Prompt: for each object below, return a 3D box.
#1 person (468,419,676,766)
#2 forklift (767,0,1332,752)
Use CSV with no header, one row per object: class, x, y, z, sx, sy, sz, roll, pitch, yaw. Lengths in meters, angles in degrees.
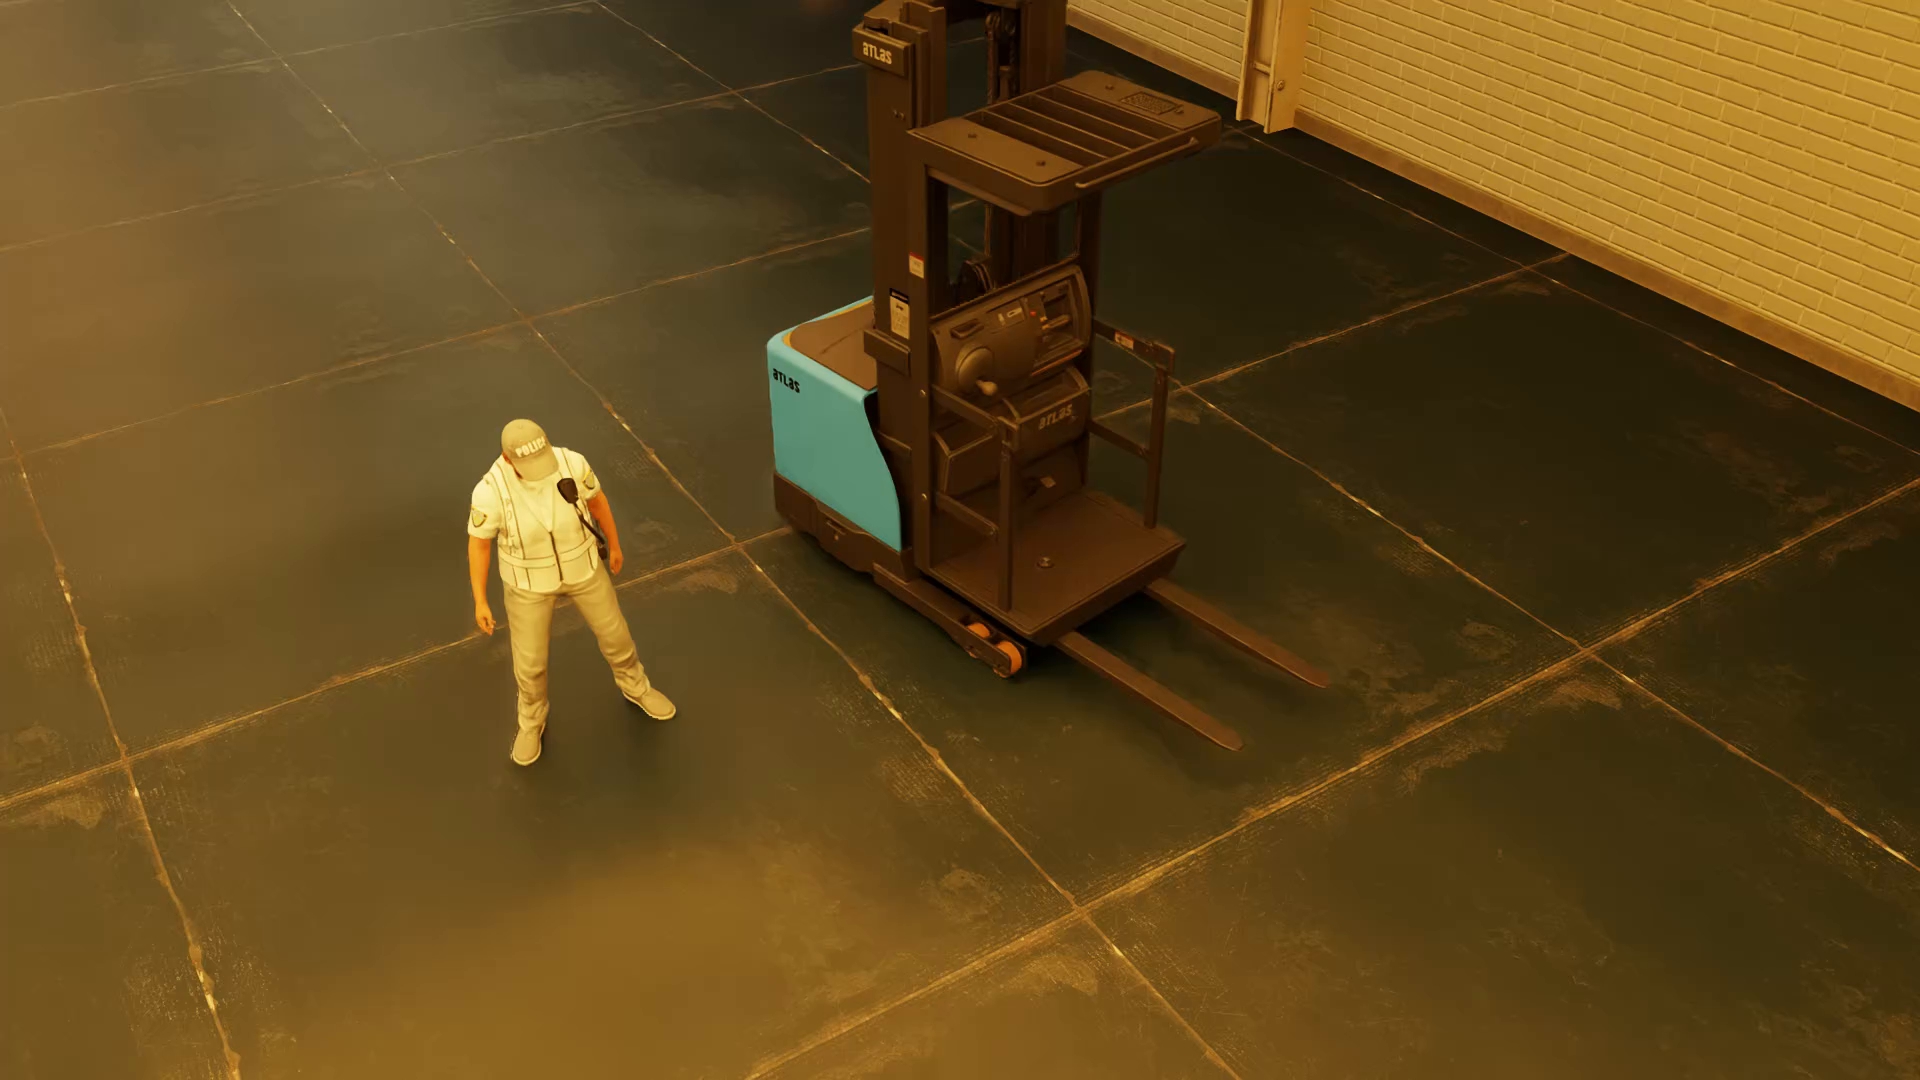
person,-1.684,0.165,7.042,0.778,1.651,0.468,-17,38,-22
forklift,0.389,-0.893,7.418,1.130,2.935,3.031,-28,44,-34
